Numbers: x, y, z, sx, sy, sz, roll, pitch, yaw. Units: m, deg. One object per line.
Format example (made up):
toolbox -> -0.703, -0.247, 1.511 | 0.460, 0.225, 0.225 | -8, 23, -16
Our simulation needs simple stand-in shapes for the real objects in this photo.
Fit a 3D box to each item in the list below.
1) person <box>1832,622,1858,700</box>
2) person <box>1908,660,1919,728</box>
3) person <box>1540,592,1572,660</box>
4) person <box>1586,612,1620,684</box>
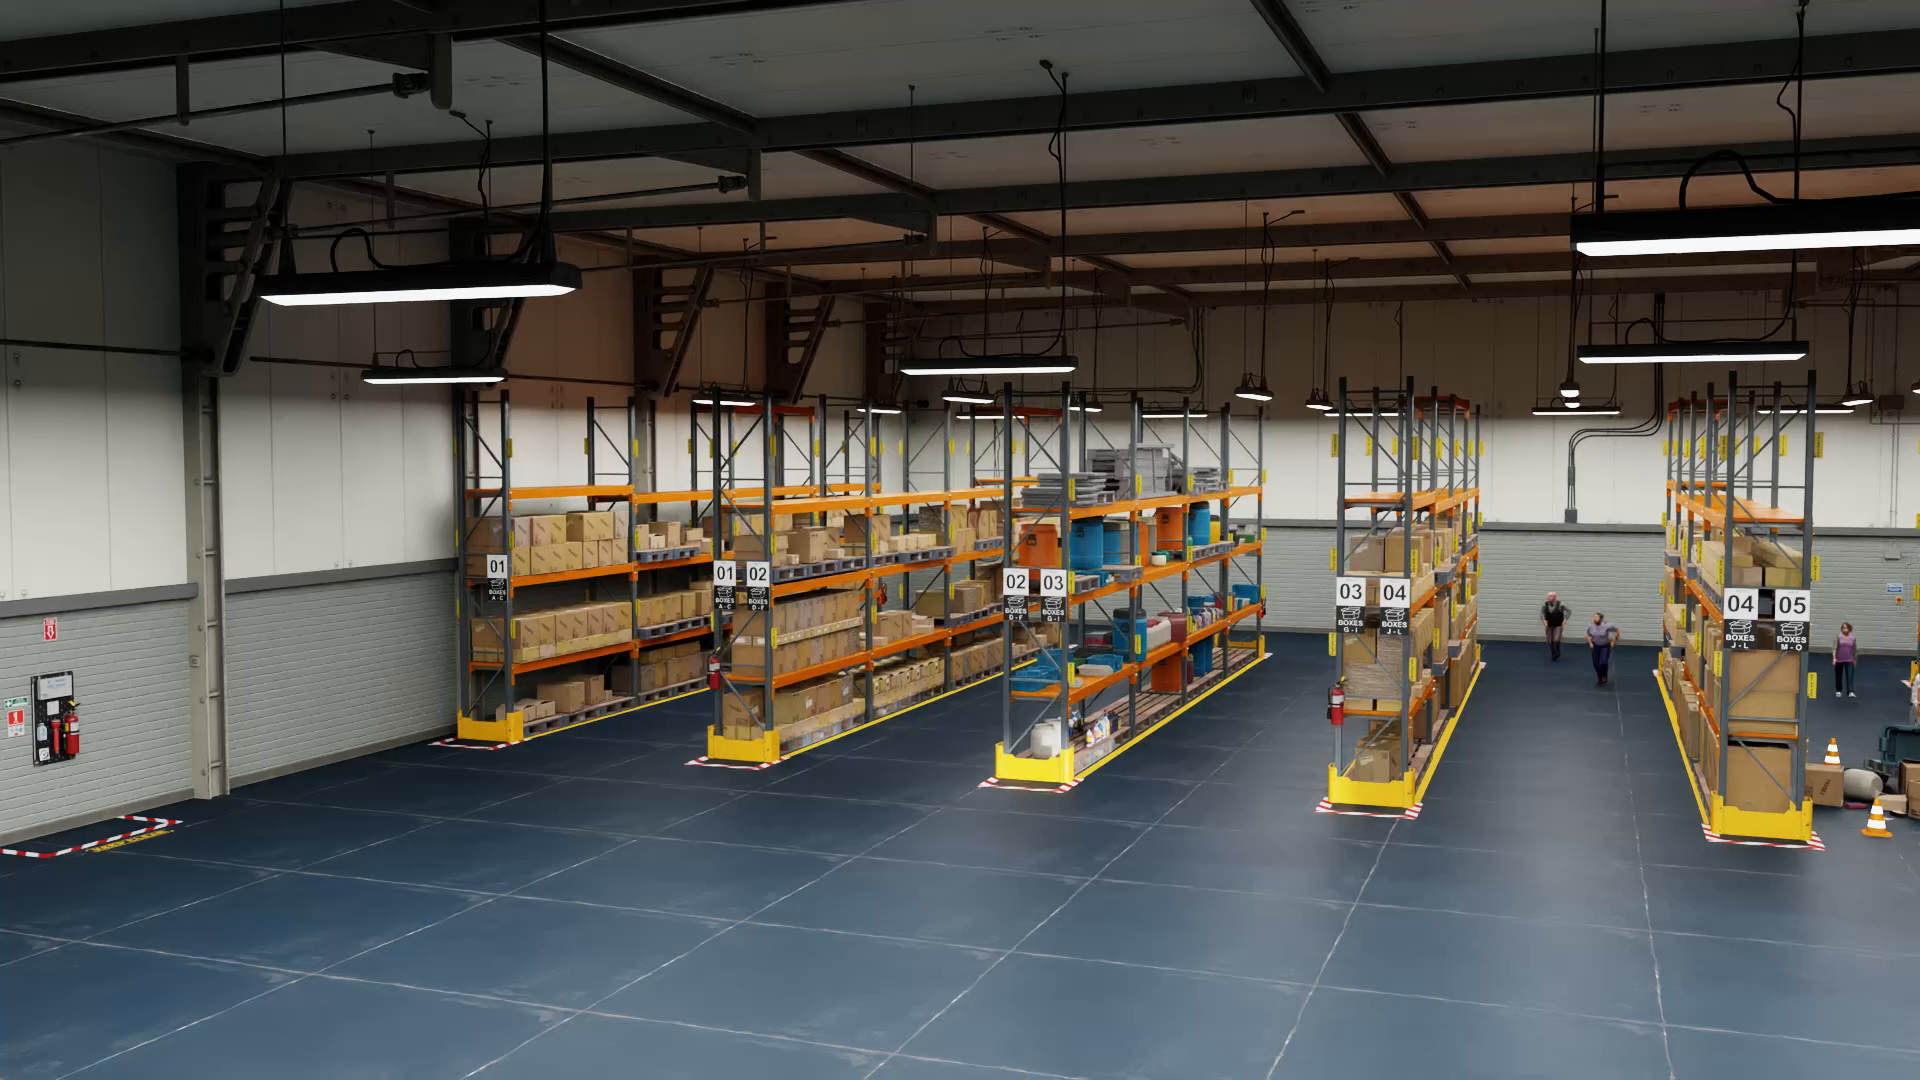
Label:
person -> 17.537, 2.408, 32.958 | 0.451, 1.523, 1.011 | 2, 4, 27
person -> 15.574, 2.722, 26.805 | 0.501, 1.687, 0.701 | 0, 3, 9
person -> 14.061, 2.026, 39.258 | 0.708, 1.630, 0.705 | 2, 4, 29
person -> 13.576, 2.290, 35.112 | 0.665, 1.561, 0.730 | 2, 4, 30
